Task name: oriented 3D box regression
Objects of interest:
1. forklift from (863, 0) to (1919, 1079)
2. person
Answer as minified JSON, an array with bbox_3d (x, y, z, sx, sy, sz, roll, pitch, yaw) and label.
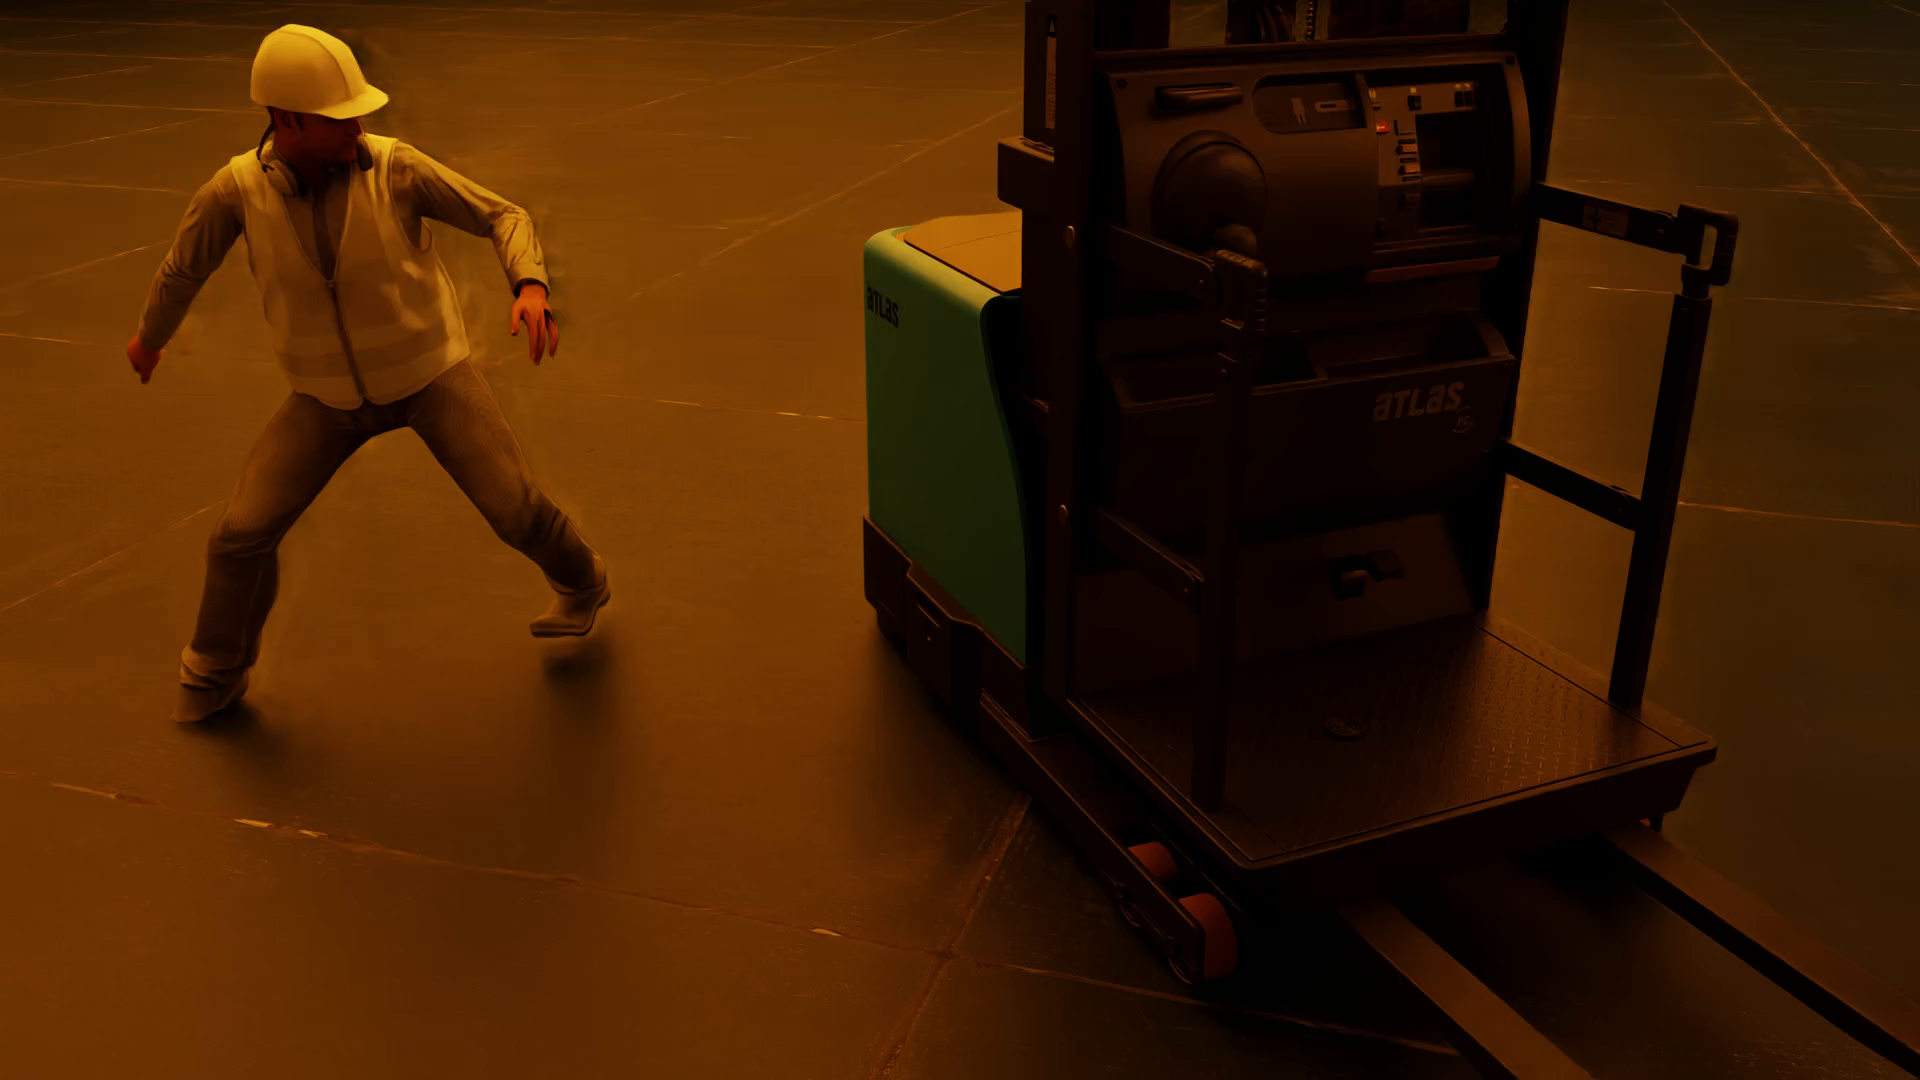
[{"bbox_3d":[0.792,-0.711,3.003,1.130,2.935,3.031,-9,24,-22],"label":"forklift"},{"bbox_3d":[-1.479,-0.354,3.989,1.116,1.715,0.539,-2,22,-4],"label":"person"}]
